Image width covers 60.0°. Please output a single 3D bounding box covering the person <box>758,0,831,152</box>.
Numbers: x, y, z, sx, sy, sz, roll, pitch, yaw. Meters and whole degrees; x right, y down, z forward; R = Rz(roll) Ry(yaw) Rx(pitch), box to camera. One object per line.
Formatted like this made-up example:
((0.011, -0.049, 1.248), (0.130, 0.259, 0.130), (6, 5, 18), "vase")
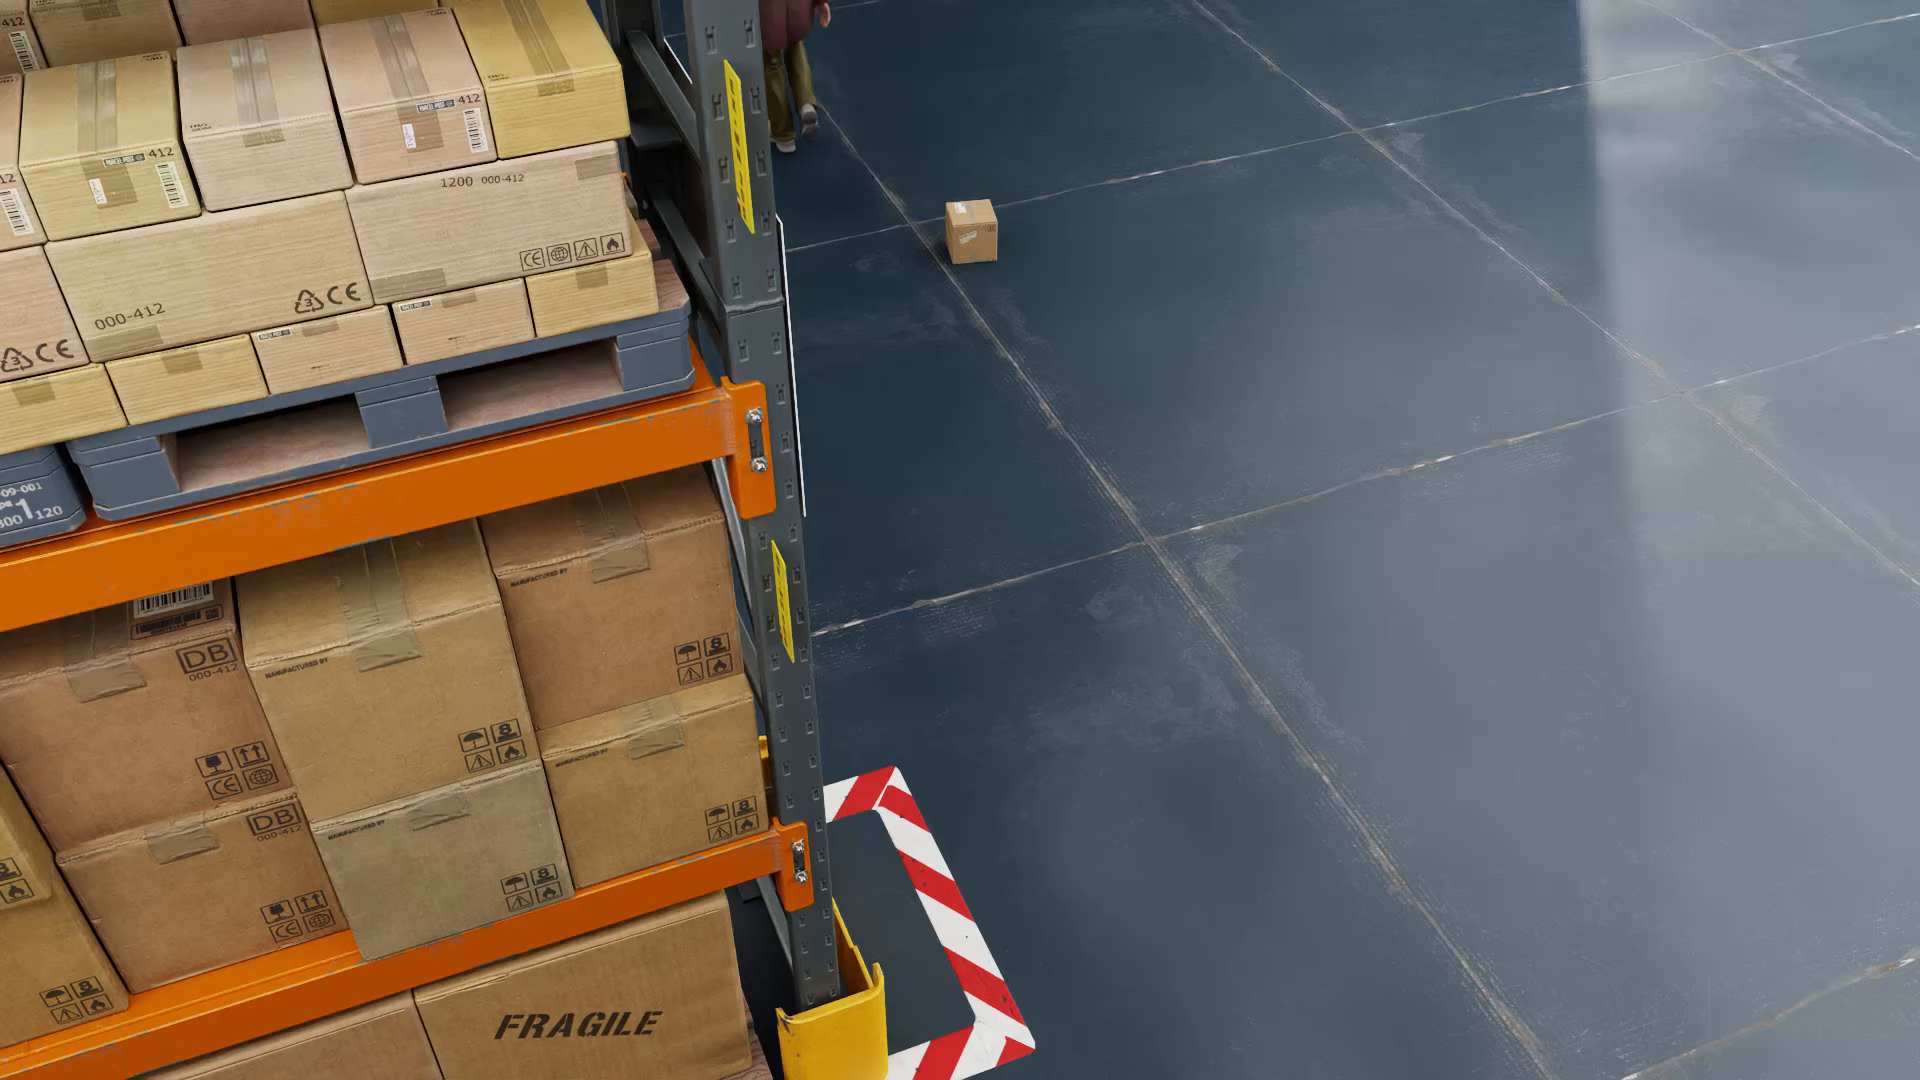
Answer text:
((-1.073, -3.069, 9.801), (0.606, 1.570, 0.509), (-19, 45, -21), "person")
